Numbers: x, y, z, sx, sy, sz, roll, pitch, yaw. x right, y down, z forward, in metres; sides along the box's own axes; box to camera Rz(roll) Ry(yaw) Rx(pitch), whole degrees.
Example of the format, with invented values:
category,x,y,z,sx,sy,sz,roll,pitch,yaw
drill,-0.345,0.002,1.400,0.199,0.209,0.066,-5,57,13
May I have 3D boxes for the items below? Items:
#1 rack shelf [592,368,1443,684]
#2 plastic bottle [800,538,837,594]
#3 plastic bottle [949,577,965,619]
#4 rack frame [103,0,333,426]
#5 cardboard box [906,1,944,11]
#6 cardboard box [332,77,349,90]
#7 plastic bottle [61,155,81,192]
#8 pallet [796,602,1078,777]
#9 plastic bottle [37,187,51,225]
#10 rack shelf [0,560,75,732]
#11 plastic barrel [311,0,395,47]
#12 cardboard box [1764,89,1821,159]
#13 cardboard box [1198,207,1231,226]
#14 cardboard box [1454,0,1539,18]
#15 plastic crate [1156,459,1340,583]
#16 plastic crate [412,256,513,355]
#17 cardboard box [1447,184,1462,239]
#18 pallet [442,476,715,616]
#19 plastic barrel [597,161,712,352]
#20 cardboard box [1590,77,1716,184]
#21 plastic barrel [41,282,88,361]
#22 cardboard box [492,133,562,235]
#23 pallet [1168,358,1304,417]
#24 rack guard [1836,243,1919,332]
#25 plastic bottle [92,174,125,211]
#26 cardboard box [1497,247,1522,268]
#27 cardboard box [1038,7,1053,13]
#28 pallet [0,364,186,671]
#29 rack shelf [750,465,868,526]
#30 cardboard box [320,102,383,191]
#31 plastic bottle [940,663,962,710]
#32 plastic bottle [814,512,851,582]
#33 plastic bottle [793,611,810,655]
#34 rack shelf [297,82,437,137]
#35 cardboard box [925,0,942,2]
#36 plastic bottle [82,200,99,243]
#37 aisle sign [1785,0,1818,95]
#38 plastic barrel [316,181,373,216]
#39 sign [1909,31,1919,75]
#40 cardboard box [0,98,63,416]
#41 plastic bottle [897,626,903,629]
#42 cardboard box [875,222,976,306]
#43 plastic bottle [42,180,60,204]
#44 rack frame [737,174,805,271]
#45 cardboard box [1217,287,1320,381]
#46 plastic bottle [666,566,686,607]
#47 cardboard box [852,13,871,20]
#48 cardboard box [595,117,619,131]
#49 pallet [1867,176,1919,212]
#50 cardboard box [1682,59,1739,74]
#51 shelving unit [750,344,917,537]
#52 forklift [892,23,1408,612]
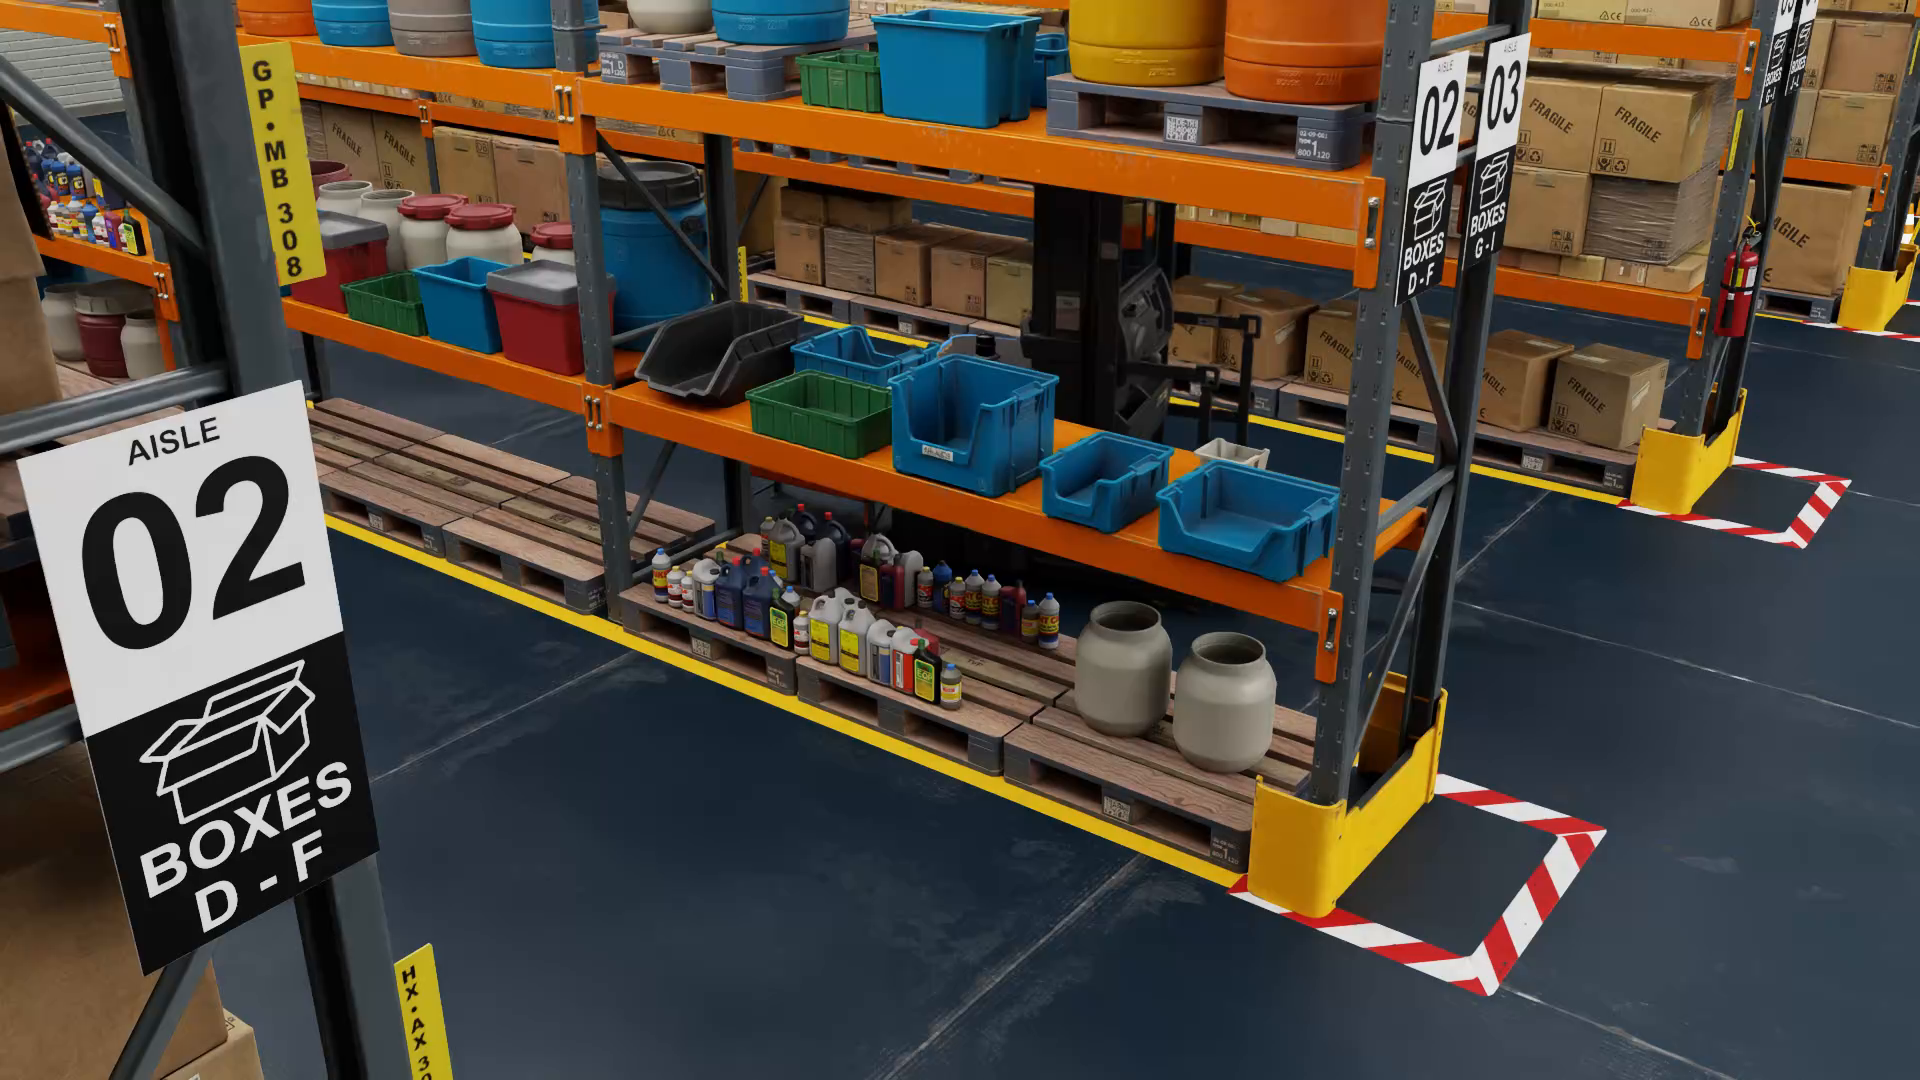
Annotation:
category,x,y,z,sx,sy,sz,roll,pitch,yaw
rack shelf,0.091,-0.280,7.558,4.000,0.370,1.077,17,29,33
plastic bottle,-0.736,0.115,8.601,0.135,0.276,0.152,17,29,33
plastic bottle,-0.006,0.283,8.312,0.097,0.201,0.097,0,24,0
rack frame,-4.710,-2.060,10.706,0.127,3.000,1.000,17,29,33
cardboard box,-0.384,-5.868,18.400,0.250,0.149,0.380,18,30,36
cardboard box,-6.204,-4.728,17.071,0.250,0.149,0.380,17,29,34
plastic bottle,-6.598,-2.737,12.396,0.135,0.276,0.152,17,29,33
pallet,-0.016,0.654,8.005,1.213,0.211,1.003,17,29,33
plastic bottle,-6.204,-2.244,11.267,0.133,0.283,0.061,17,29,33
rack shelf,-2.883,-0.056,3.328,4.000,0.370,1.077,17,29,33
plastic barrel,-3.093,-3.065,8.643,0.708,0.901,0.600,17,29,33
cardboard box,6.940,-3.569,13.945,0.550,0.550,0.875,17,29,33
cardboard box,1.862,-2.311,11.587,0.250,0.149,0.380,17,29,33
cardboard box,3.318,-3.309,10.006,0.500,0.250,0.500,18,29,34
plastic crate,1.112,-0.082,6.401,0.616,0.251,0.499,17,29,33
plastic crate,-2.578,-1.252,8.892,0.575,0.384,0.392,17,29,33
cardboard box,3.392,-2.265,10.677,0.500,0.500,0.875,17,29,33
pallet,-2.161,0.005,9.476,1.213,0.211,1.003,17,29,33
plastic barrel,-1.637,-1.514,8.844,0.708,0.901,0.600,17,29,33
cardboard box,4.074,-2.417,9.782,0.500,0.500,0.500,17,29,33
plastic barrel,-6.521,-1.608,12.244,0.421,0.512,0.421,0,24,0
cardboard box,-3.701,-3.482,16.046,0.875,0.875,1.225,16,28,32
pallet,2.020,-1.264,12.357,1.213,0.211,1.003,17,29,33
rack guard,7.737,-2.150,14.010,0.348,0.500,1.175,17,29,33
plastic bottle,-6.081,-2.540,11.857,0.185,0.351,0.144,17,29,33
cardboard box,3.514,-1.855,10.552,0.250,0.149,0.380,17,29,33
cardboard box,1.059,-5.759,18.154,0.250,0.149,0.380,17,29,33
pallet,-1.832,-0.040,2.511,1.213,0.211,1.003,17,29,33
rack shelf,-0.823,-0.399,9.866,1.000,0.278,0.538,14,27,28
cardboard box,-6.141,-4.249,17.787,0.875,0.875,0.875,17,29,33
plastic bottle,-0.041,0.651,7.478,0.097,0.201,0.097,0,24,0
plastic bottle,-0.667,0.027,8.709,0.185,0.351,0.144,15,28,31
plastic bottle,-0.749,0.437,7.963,0.097,0.201,0.097,0,24,0
rack shelf,-6.541,-4.780,17.771,4.000,0.370,1.077,17,29,33
cardboard box,-0.187,-6.137,19.011,0.250,0.149,0.380,16,29,33
plastic bottle,-5.711,-2.098,10.952,0.097,0.271,0.097,0,24,0
aisle sign,4.892,-2.995,9.604,0.004,0.787,0.394,17,29,33
plastic barrel,-3.759,-1.932,10.276,0.421,0.512,0.421,0,24,0
sign,7.381,-3.766,12.848,0.005,0.325,0.100,17,29,33
cardboard box,-1.739,-0.345,2.270,0.637,0.503,0.797,19,30,37
plastic bottle,-0.277,0.503,7.814,0.097,0.201,0.097,0,24,0
cardboard box,-0.282,-2.295,13.794,0.500,0.500,0.700,20,31,38
plastic bottle,-6.266,-2.335,11.474,0.133,0.283,0.061,17,29,33
rack frame,-1.739,-3.658,14.333,0.127,3.000,1.000,17,29,33
cardboard box,2.220,-1.494,12.000,0.500,0.500,0.500,-16,28,-31
plastic bottle,-1.436,0.229,8.435,0.097,0.201,0.097,0,24,0
cardboard box,-1.004,-5.920,18.887,0.250,0.149,0.380,18,30,35
cardboard box,-3.096,-3.991,14.963,0.500,0.500,0.500,16,28,32
pallet,9.916,-3.871,18.275,1.213,0.211,1.003,17,29,33
cardboard box,6.582,-4.247,14.144,0.550,0.550,0.875,17,29,33
shelving unit,-0.823,-0.623,9.768,1.048,1.125,0.538,14,27,28
forklift,1.182,-1.199,8.837,3.031,2.935,1.130,9,25,20
